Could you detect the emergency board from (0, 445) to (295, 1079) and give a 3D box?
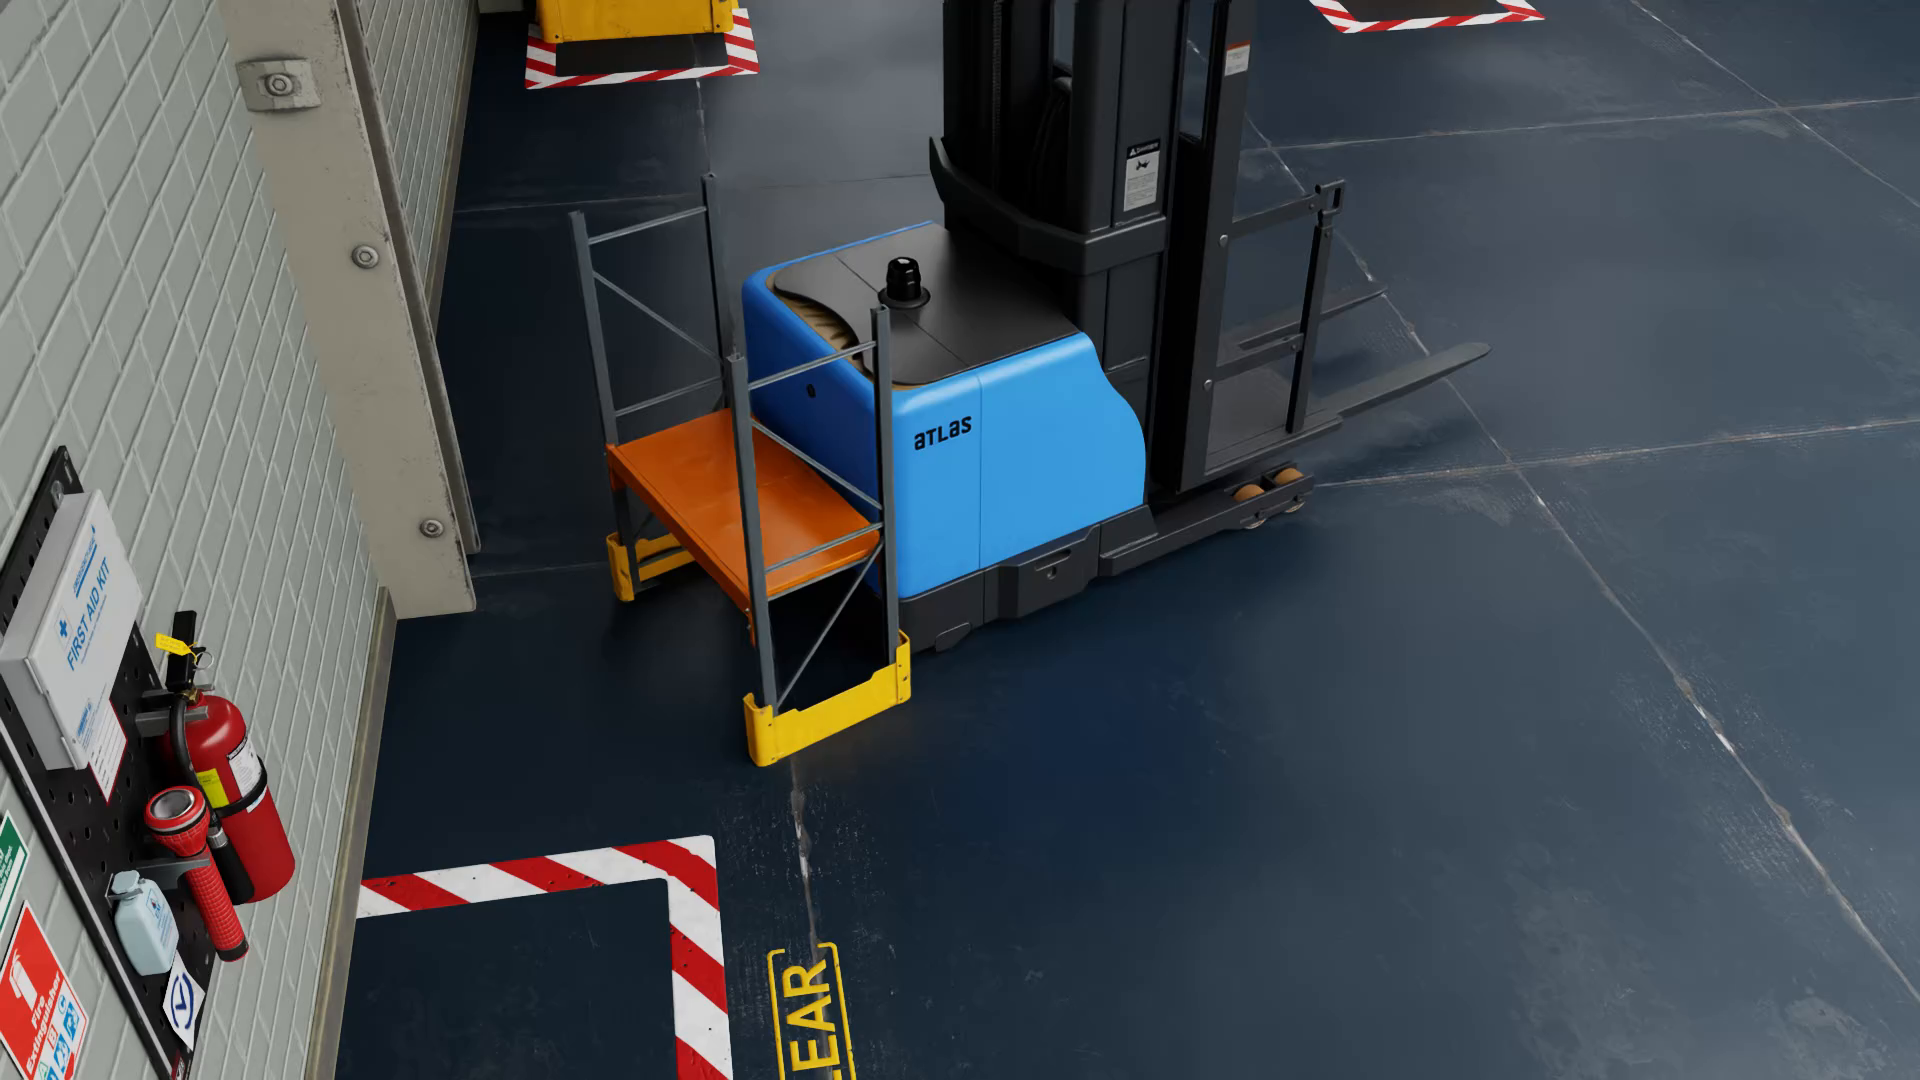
[{"bbox_3d":[-1.518,0.460,3.212,0.194,1.169,0.643,-6,38,-8],"label":"emergency board"}]

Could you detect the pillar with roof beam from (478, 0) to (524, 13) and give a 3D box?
[{"bbox_3d":[1.273,-7.493,8.559,9.100,9.000,0.400,-6,38,-8],"label":"pillar with roof beam"}]

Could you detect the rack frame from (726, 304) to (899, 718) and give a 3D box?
[{"bbox_3d":[-0.411,0.026,4.995,0.500,1.500,0.032,-23,43,-27],"label":"rack frame"}]

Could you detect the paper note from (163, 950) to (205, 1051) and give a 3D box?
[{"bbox_3d":[-1.555,0.923,3.336,0.016,0.148,0.142,-6,38,-8],"label":"paper note"}]

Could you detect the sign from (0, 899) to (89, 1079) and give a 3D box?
[{"bbox_3d":[-1.523,0.791,2.757,0.001,0.329,0.234,-6,38,-8],"label":"sign"}]

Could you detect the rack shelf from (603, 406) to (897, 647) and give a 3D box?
[{"bbox_3d":[-0.700,-0.089,5.435,0.538,0.185,1.000,-23,43,-27],"label":"rack shelf"}]

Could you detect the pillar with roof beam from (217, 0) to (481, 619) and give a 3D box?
[{"bbox_3d":[2.324,-3.868,3.895,9.100,9.000,0.400,-6,38,-8],"label":"pillar with roof beam"}]

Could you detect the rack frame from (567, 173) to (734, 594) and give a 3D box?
[{"bbox_3d":[-0.989,-0.487,5.655,0.500,1.500,0.032,-23,43,-27],"label":"rack frame"}]

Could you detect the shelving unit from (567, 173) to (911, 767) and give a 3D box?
[{"bbox_3d":[-0.705,-0.235,5.331,0.587,1.500,1.083,-23,43,-27],"label":"shelving unit"}]

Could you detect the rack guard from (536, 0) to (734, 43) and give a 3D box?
[{"bbox_3d":[-2.005,-3.389,10.205,1.175,0.500,0.348,-6,38,-8],"label":"rack guard"}]

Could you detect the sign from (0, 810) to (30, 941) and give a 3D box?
[{"bbox_3d":[-1.515,0.578,2.600,0.001,0.109,0.331,-6,38,-8],"label":"sign"}]

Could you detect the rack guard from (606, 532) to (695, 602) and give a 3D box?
[{"bbox_3d":[-0.989,0.007,6.037,0.587,0.250,0.087,-23,43,-27],"label":"rack guard"}]

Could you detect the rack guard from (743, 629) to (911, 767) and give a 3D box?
[{"bbox_3d":[-0.422,0.509,5.391,0.587,0.250,0.087,-23,43,-27],"label":"rack guard"}]

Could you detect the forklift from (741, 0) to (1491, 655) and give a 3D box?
[{"bbox_3d":[0.757,-1.453,5.731,3.031,2.935,1.130,-21,43,-25],"label":"forklift"}]
